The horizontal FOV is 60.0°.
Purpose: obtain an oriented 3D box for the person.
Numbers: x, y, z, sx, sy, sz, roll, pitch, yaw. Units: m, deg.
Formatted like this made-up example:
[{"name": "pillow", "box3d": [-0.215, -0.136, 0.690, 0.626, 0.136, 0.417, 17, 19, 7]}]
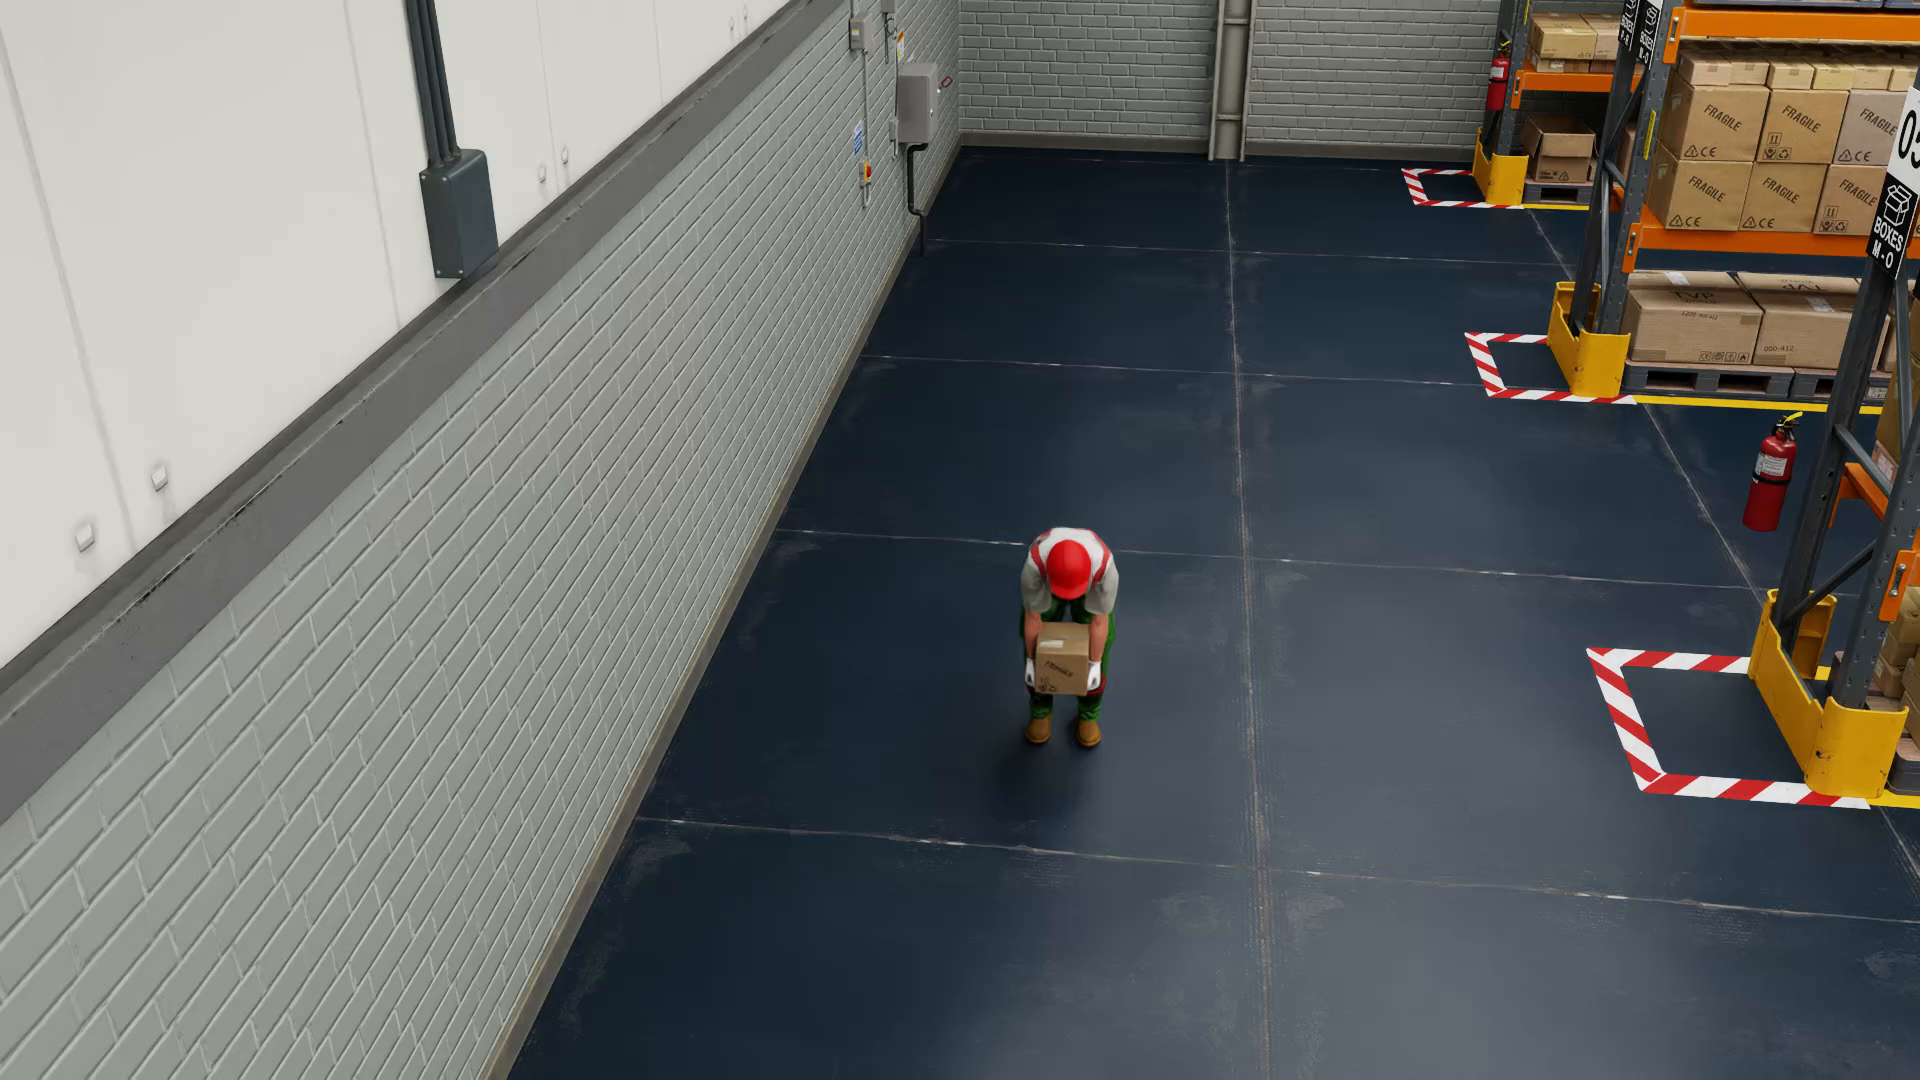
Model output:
[{"name": "person", "box3d": [0.518, 0.470, 8.125, 0.484, 1.402, 0.887, 3, 28, 5]}]
